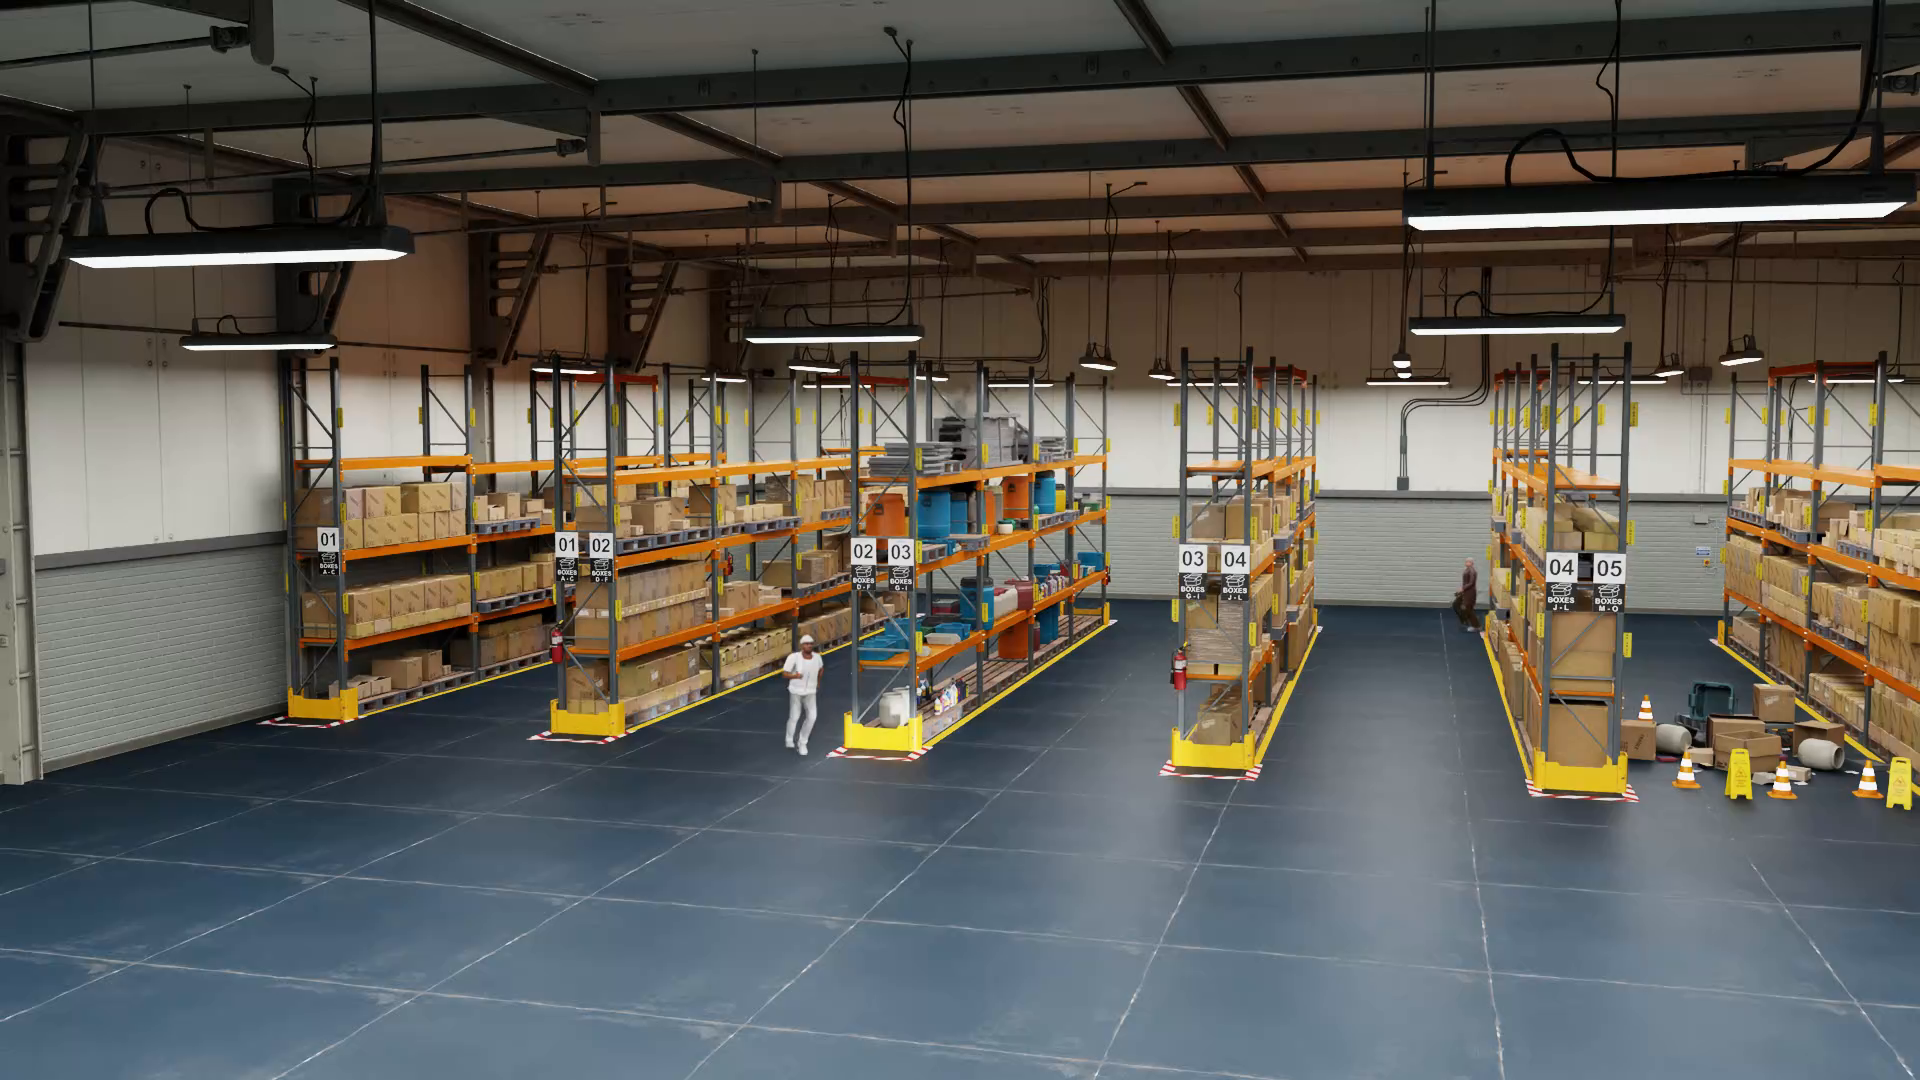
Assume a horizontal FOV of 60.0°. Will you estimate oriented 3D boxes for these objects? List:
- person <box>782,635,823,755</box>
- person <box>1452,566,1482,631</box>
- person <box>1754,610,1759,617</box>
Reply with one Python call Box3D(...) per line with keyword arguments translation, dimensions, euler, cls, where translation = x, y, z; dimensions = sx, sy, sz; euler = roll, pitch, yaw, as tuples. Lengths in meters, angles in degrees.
Box3D(translation=(-2.320, 2.319, 24.862), dimensions=(0.696, 1.807, 0.719), euler=(-2, 4, -21), cls="person")
Box3D(translation=(11.905, 1.375, 38.957), dimensions=(0.676, 1.568, 0.726), euler=(0, 4, 6), cls="person")
Box3D(translation=(18.344, 1.380, 37.780), dimensions=(0.769, 1.731, 0.601), euler=(-1, 4, -19), cls="person")
